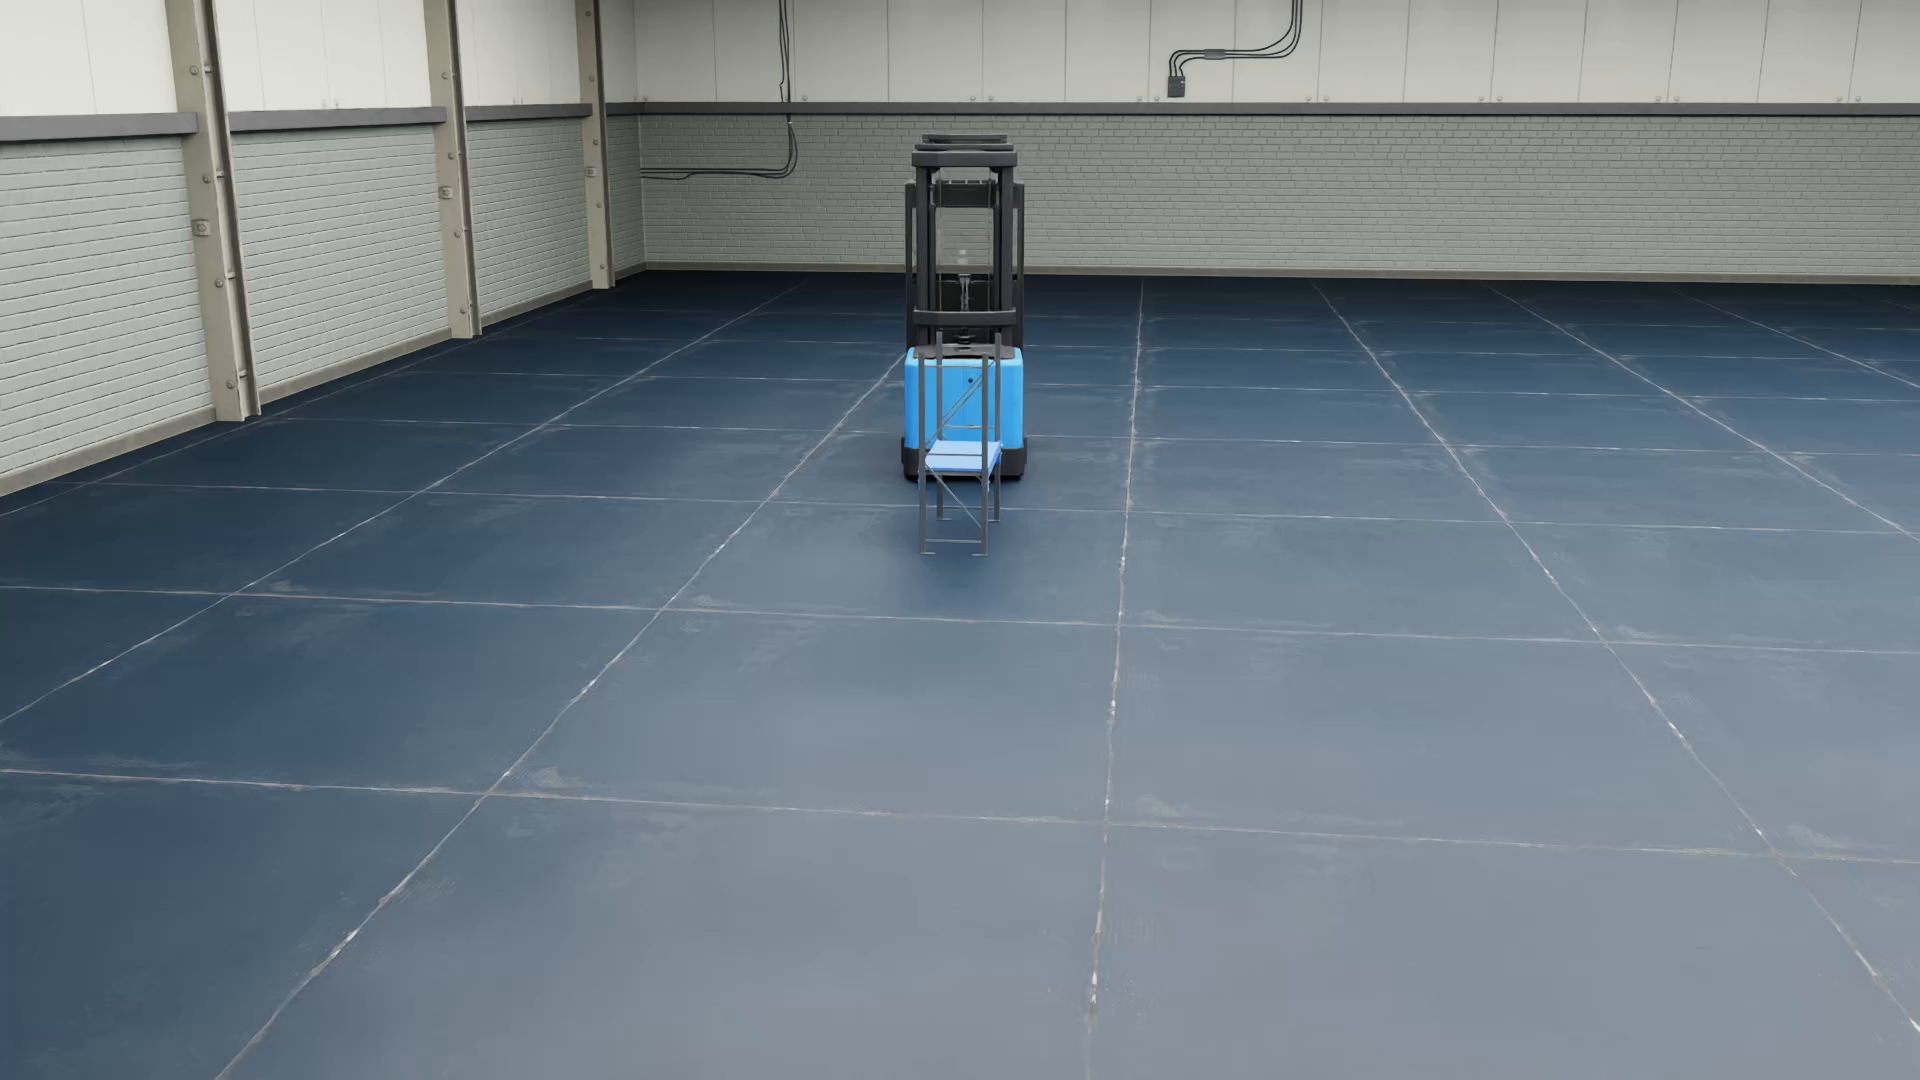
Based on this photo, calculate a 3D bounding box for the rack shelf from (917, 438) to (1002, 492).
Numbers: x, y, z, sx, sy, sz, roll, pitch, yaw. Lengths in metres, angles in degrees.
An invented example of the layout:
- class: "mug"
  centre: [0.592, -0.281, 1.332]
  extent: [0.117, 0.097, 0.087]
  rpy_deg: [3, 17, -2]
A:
- class: "rack shelf"
  centre: [0.010, -0.572, 12.595]
  extent: [0.538, 0.185, 1.000]
  rpy_deg: [2, 15, 6]

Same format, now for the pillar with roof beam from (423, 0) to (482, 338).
- class: "pillar with roof beam"
  centre: [-2.605, -7.057, 21.520]
  extent: [9.100, 9.000, 0.400]
  rpy_deg: [2, 15, 6]

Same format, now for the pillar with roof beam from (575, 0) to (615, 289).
- class: "pillar with roof beam"
  centre: [-1.928, -8.613, 27.275]
  extent: [9.100, 9.000, 0.400]
  rpy_deg: [2, 15, 6]

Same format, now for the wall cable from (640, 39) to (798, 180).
- class: "wall cable"
  centre: [-4.560, -7.966, 30.831]
  extent: [3.097, 2.526, 0.112]
  rpy_deg: [2, 15, 6]

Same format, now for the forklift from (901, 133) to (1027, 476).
- class: "forklift"
  centre: [0.046, -2.302, 15.559]
  extent: [1.130, 2.935, 3.031]
  rpy_deg: [0, 15, 0]

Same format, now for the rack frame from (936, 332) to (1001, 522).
- class: "rack frame"
  centre: [0.067, -0.878, 13.036]
  extent: [0.500, 1.500, 0.032]
  rpy_deg: [2, 15, 6]

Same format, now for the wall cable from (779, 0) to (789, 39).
- class: "wall cable"
  centre: [-1.872, -10.324, 29.877]
  extent: [3.097, 2.526, 0.112]
  rpy_deg: [2, 15, 6]

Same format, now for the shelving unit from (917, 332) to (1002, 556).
- class: "shelving unit"
  centre: [0.010, -0.746, 12.548]
  extent: [0.538, 1.500, 1.048]
  rpy_deg: [2, 15, 6]

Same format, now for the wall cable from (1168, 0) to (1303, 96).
- class: "wall cable"
  centre: [4.871, -10.823, 28.932]
  extent: [2.305, 6.003, 0.169]
  rpy_deg: [2, 15, 6]

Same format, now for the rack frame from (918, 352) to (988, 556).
- class: "rack frame"
  centre: [-0.048, -0.614, 12.061]
  extent: [0.500, 1.500, 0.032]
  rpy_deg: [2, 15, 6]

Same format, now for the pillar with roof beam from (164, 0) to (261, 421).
- class: "pillar with roof beam"
  centre: [-3.282, -5.501, 15.765]
  extent: [9.100, 9.000, 0.400]
  rpy_deg: [2, 15, 6]
